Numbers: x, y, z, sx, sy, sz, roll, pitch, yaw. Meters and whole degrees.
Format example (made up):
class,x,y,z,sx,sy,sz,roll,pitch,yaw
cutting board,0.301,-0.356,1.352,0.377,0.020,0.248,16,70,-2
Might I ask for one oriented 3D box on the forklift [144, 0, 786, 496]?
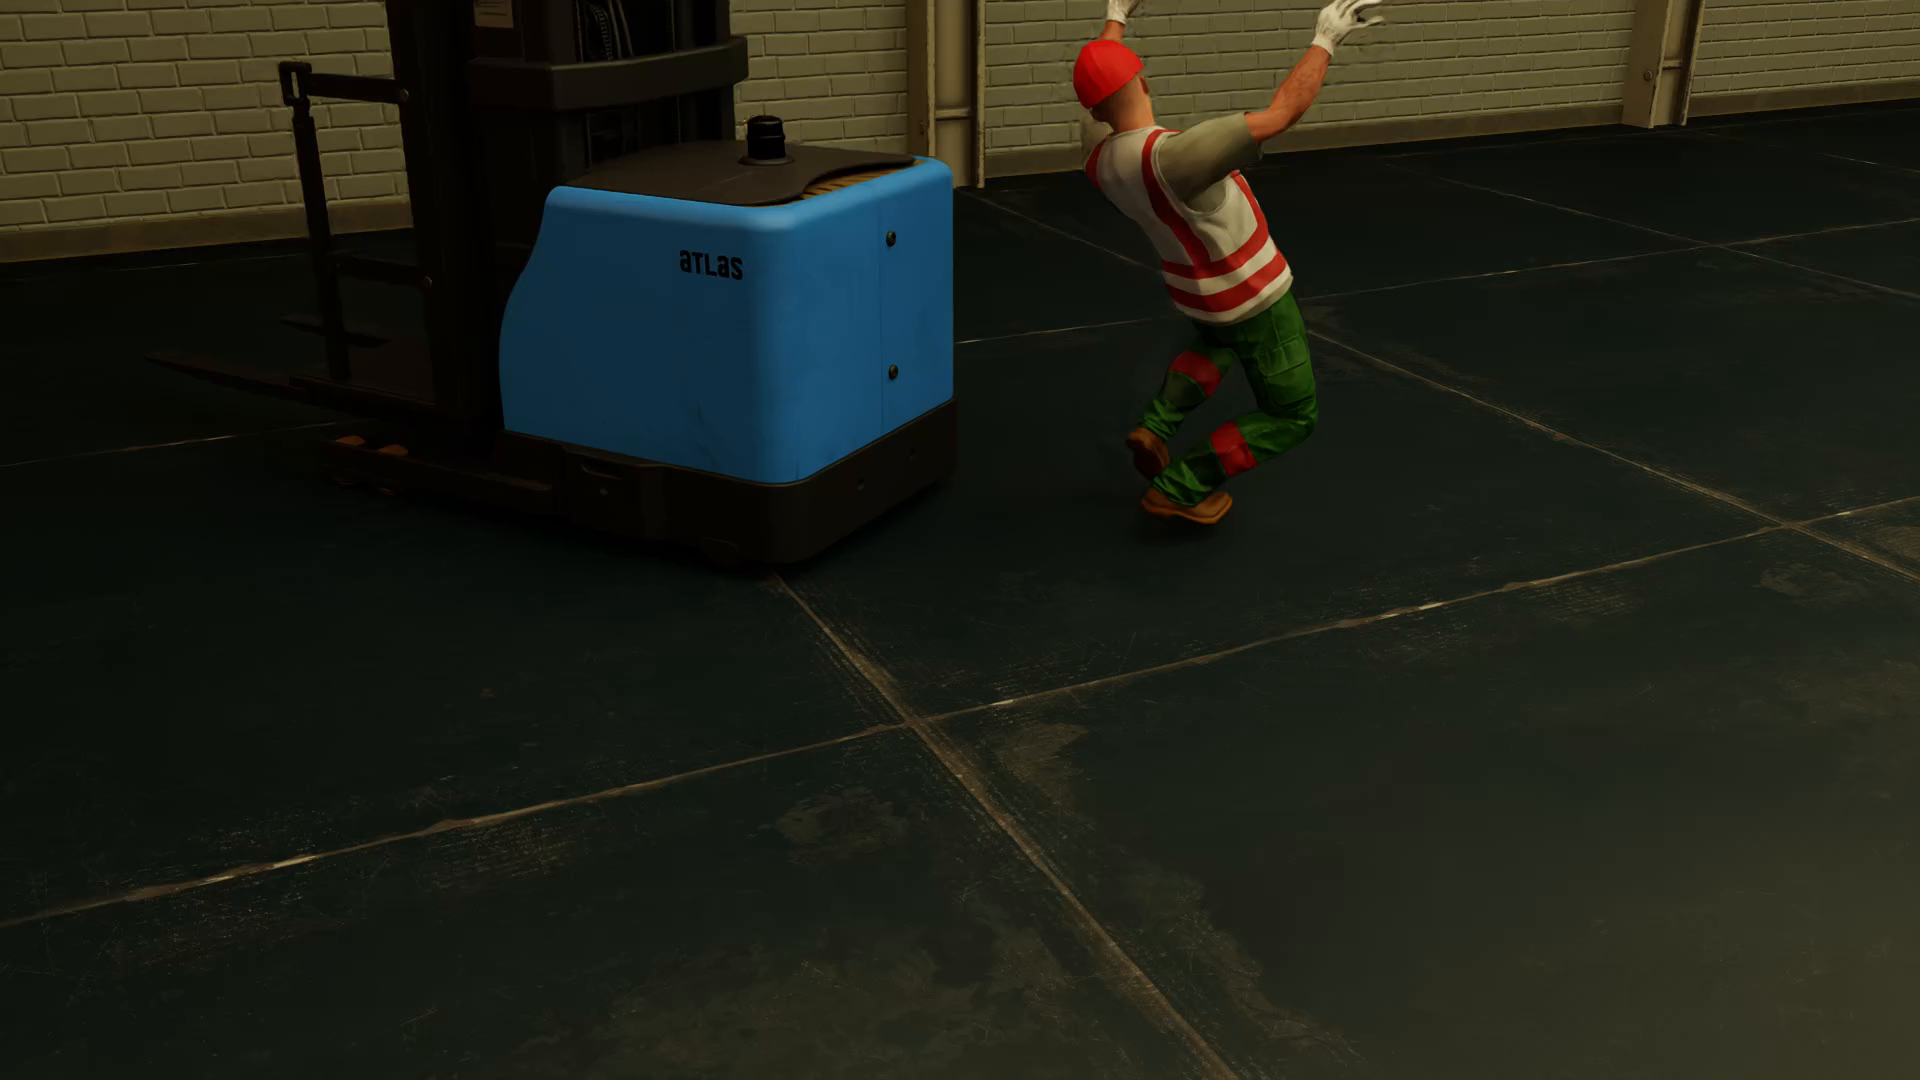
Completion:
class,x,y,z,sx,sy,sz,roll,pitch,yaw
forklift,-1.545,-1.663,5.288,3.031,2.935,1.121,12,25,27

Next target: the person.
class,x,y,z,sx,sy,sz,roll,pitch,yaw
person,0.683,-0.900,5.013,0.745,1.546,0.986,-10,24,-22
